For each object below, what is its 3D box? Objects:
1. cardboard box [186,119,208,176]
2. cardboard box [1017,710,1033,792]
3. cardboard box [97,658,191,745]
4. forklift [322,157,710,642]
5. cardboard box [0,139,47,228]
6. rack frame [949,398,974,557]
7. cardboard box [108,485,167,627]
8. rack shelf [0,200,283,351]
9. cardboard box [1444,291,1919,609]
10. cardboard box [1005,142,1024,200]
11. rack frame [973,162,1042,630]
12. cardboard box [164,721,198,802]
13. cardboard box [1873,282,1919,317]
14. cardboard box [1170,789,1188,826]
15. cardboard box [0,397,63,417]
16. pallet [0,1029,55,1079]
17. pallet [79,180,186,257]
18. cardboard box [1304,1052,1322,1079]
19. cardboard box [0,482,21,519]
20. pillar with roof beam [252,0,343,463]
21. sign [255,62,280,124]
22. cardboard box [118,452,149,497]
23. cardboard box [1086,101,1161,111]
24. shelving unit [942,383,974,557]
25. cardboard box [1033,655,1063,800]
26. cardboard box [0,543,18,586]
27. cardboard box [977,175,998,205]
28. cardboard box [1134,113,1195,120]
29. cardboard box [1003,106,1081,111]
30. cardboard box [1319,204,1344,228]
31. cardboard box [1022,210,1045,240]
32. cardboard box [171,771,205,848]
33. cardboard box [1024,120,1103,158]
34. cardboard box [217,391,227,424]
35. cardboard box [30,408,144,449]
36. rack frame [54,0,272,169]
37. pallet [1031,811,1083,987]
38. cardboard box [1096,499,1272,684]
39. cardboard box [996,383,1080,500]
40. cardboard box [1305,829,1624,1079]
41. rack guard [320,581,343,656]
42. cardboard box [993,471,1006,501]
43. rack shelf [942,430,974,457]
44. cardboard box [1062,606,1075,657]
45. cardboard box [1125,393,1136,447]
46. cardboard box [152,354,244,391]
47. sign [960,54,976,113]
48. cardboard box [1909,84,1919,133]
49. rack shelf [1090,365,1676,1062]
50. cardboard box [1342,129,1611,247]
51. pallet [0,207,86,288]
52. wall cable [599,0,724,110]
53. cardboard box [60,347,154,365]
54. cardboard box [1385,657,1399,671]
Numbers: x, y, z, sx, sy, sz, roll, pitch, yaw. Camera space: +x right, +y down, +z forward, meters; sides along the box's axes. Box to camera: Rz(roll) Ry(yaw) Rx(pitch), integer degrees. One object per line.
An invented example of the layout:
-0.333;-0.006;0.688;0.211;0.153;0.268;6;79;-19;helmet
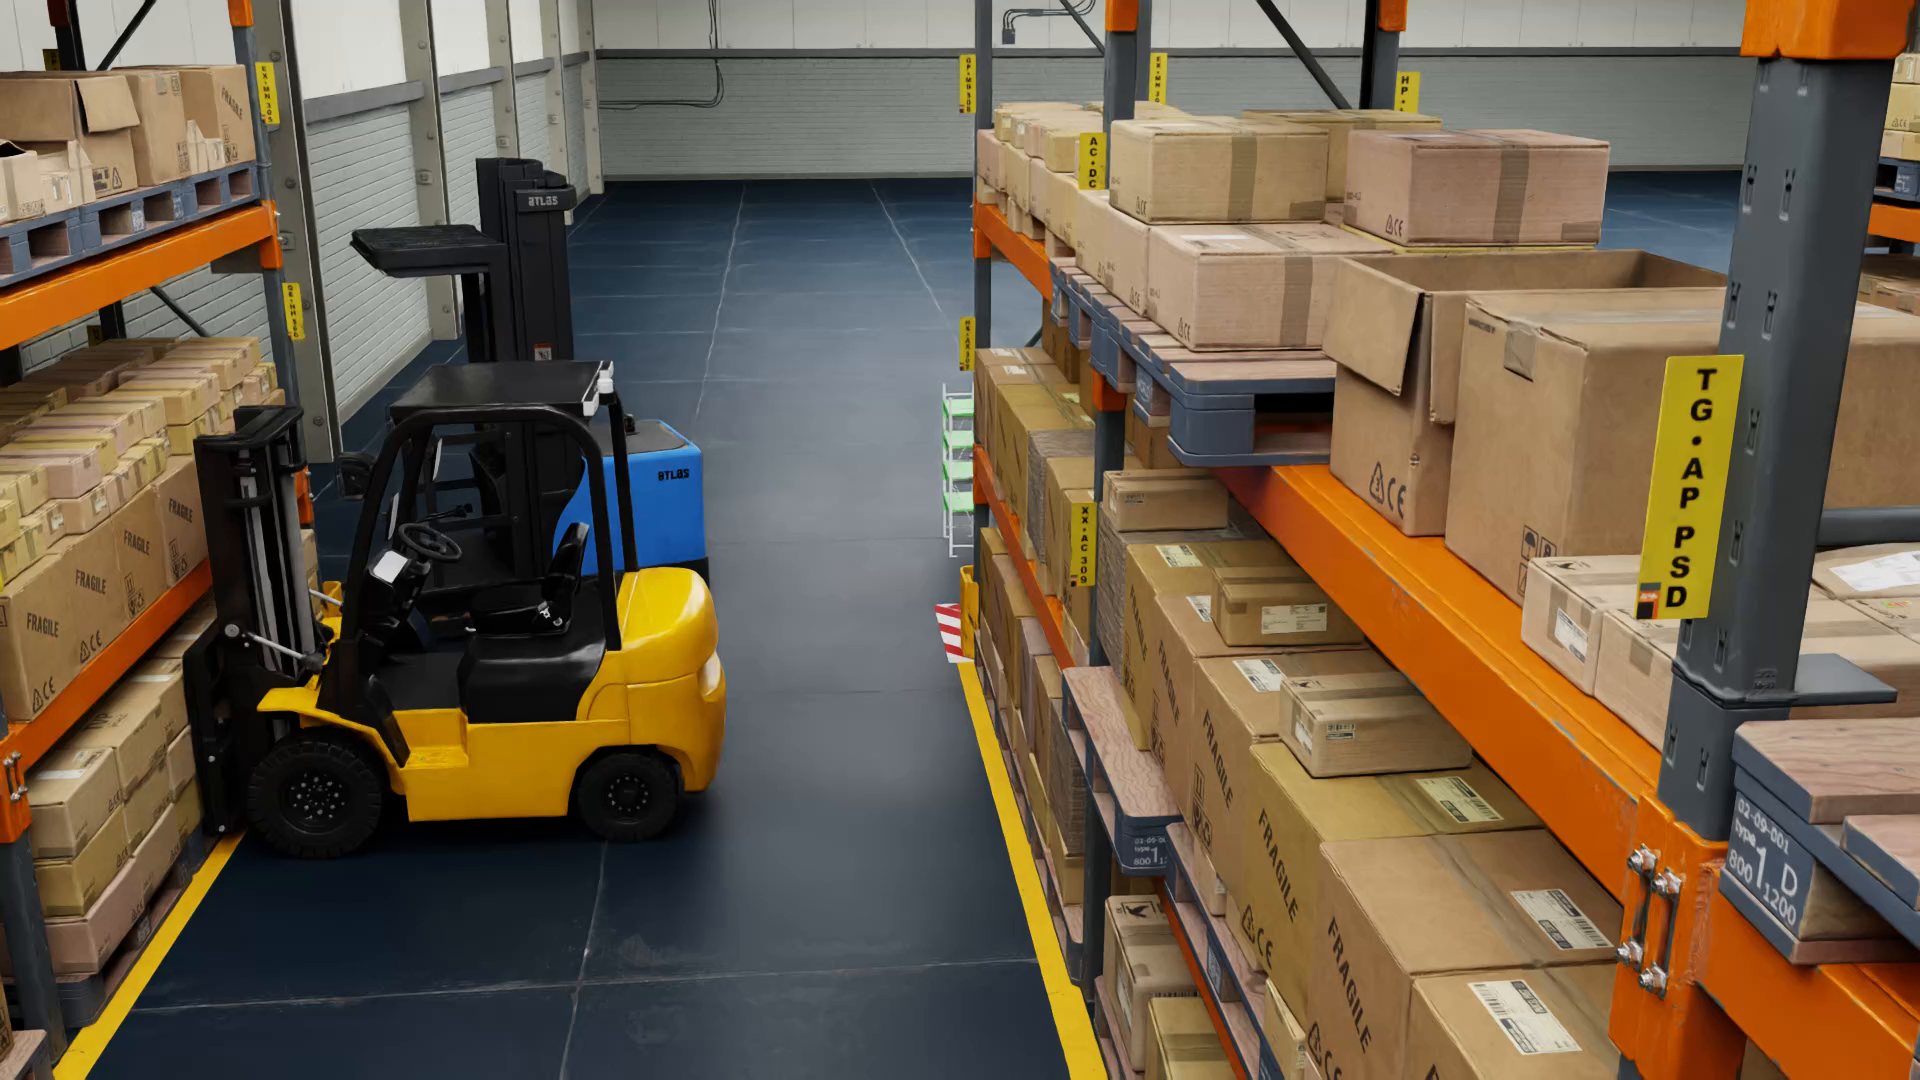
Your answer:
-3.935;-1.929;8.162;0.396;0.266;0.258;-2;18;-5;cardboard box
0.559;1.044;8.233;0.500;0.250;0.500;-2;17;-5;cardboard box
-3.780;0.745;7.516;0.500;0.250;0.500;-1;17;-4;cardboard box
-3.269;-0.926;10.732;3.031;2.935;1.130;-8;19;-25;forklift
-3.780;-1.327;6.169;0.500;0.311;0.500;-1;17;-5;cardboard box
0.042;-0.450;12.109;0.240;1.200;0.015;-2;18;-6;rack frame
-3.846;0.071;7.275;0.500;0.500;0.500;-2;18;-6;cardboard box
-4.143;-1.119;7.426;1.077;0.370;4.000;-2;18;-6;rack shelf
1.325;-0.159;3.002;0.700;0.500;0.500;-2;18;-6;cardboard box
0.495;-1.821;8.216;0.500;0.250;0.500;-1;17;-4;cardboard box
0.588;-0.781;10.158;1.000;3.000;0.127;-2;18;-6;rack frame
-3.773;0.984;7.589;0.500;0.250;0.500;-2;18;-6;cardboard box
5.572;-1.107;9.143;0.875;0.550;0.550;-2;18;-6;cardboard box
0.850;0.739;5.033;0.380;0.149;0.250;-2;17;-5;cardboard box
-4.396;-0.558;7.699;0.380;0.149;0.250;-2;18;-5;cardboard box
-3.822;2.114;5.592;1.003;0.211;1.213;-2;18;-6;pallet
-4.173;-1.440;7.396;1.003;0.211;1.213;-2;18;-6;pallet
0.957;1.205;3.550;0.380;0.149;0.250;-3;18;-8;cardboard box
-3.809;-0.113;6.282;0.380;0.149;0.250;-2;17;-5;cardboard box
-1.510;-5.174;14.135;9.100;9.000;0.400;-2;18;-6;pillar with roof beam
-3.808;-2.455;9.136;0.100;0.325;0.005;-2;18;-6;sign
-3.811;-0.278;7.304;0.380;0.149;0.250;-2;18;-7;cardboard box
0.916;-2.381;9.335;0.380;0.149;0.250;-2;18;-5;cardboard box
0.017;-0.523;12.340;0.258;1.200;0.503;-2;18;-6;shelving unit
0.618;0.845;7.616;0.500;0.500;0.500;-1;17;-5;cardboard box
-3.708;0.105;6.086;0.380;0.149;0.250;-2;18;-7;cardboard box
0.299;-1.984;9.399;0.380;0.149;0.250;-2;18;-6;cardboard box
0.943;-1.999;8.116;0.380;0.149;0.250;-2;18;-7;cardboard box
0.428;-2.210;8.788;0.380;0.149;0.250;-2;18;-6;cardboard box
1.252;-0.829;4.851;0.500;0.250;0.500;-2;17;-5;cardboard box
0.504;-1.522;7.927;0.380;0.149;0.250;-2;18;-7;cardboard box
-3.793;1.219;7.677;0.500;0.250;0.500;-1;17;-5;cardboard box
0.496;-1.828;7.572;0.380;0.149;0.250;-2;17;-5;cardboard box
-3.998;-0.661;8.524;0.380;0.149;0.250;-2;18;-6;cardboard box
-3.929;-0.493;7.494;0.380;0.149;0.250;-2;18;-5;cardboard box
-4.349;-3.489;8.767;1.000;3.000;0.127;-2;18;-6;rack frame
0.896;1.542;7.413;1.003;0.211;1.213;-2;18;-6;pallet
0.764;0.169;5.766;0.500;0.500;0.500;-1;17;-4;cardboard box
0.471;-0.515;8.647;0.500;0.500;0.500;-2;18;-7;cardboard box
1.025;0.932;3.337;0.500;0.500;0.500;-2;18;-7;cardboard box
-4.351;0.559;10.063;1.175;0.500;0.348;-2;18;-6;rack guard
0.384;-0.320;9.109;0.380;0.149;0.250;-2;17;-5;cardboard box
0.017;-0.691;12.288;0.258;0.148;0.480;-2;18;-6;rack shelf
0.632;0.370;6.910;0.380;0.149;0.250;-1;17;-4;cardboard box
1.115;-0.697;7.557;0.700;0.500;0.500;-2;18;-7;cardboard box
-3.992;-0.876;8.713;0.380;0.149;0.250;-1;17;-4;cardboard box
0.048;-2.613;9.524;0.100;0.325;0.005;-2;18;-6;sign
5.402;-2.261;8.748;0.500;0.250;0.500;-2;18;-6;cardboard box
1.207;-0.082;4.122;1.077;0.370;4.000;-2;18;-6;rack shelf
1.314;-0.916;4.293;0.500;0.250;0.500;-1;17;-5;cardboard box
-4.050;-1.077;6.241;1.003;0.211;1.213;-2;18;-6;pallet
-7.256;-11.629;39.879;3.097;2.526;0.112;-2;18;-6;wall cable
-4.562;-0.938;8.911;0.380;0.149;0.250;-1;17;-4;cardboard box
1.431;0.609;4.366;0.500;0.500;0.500;-2;18;-8;cardboard box
